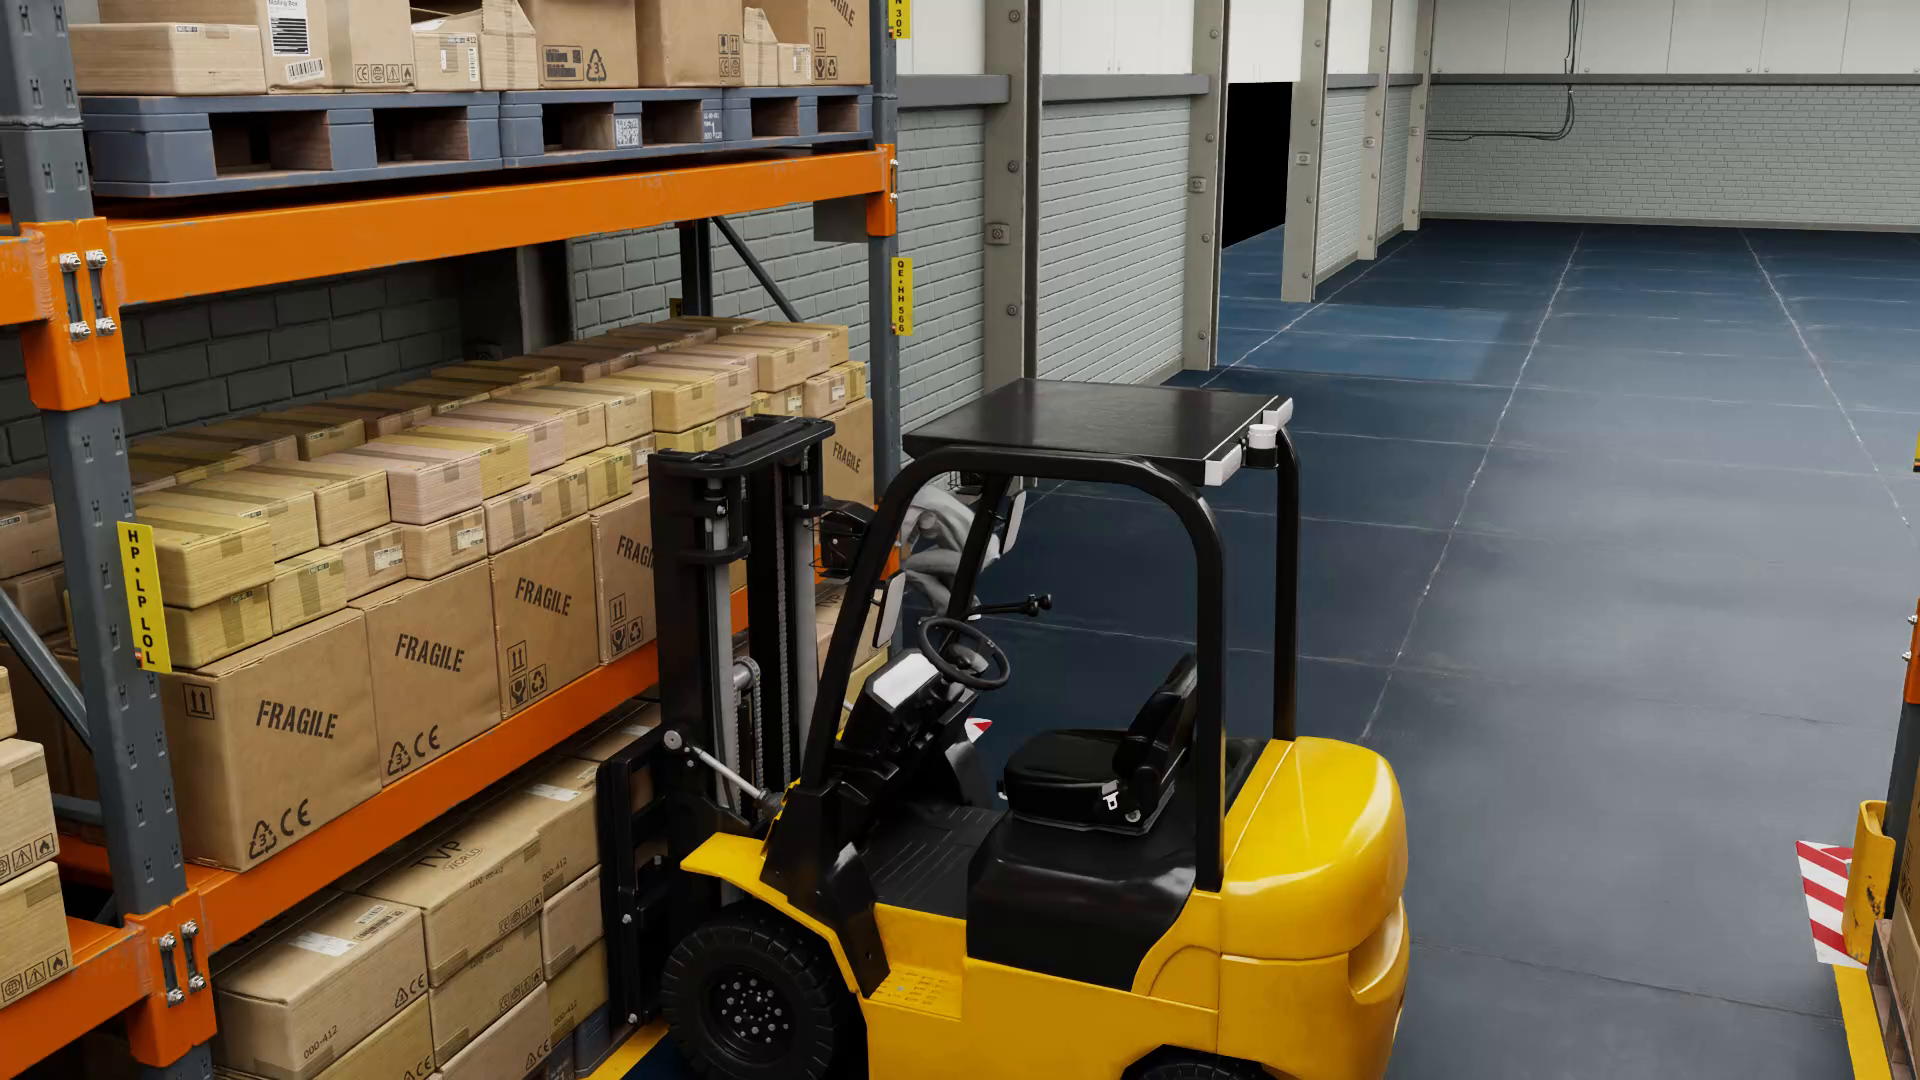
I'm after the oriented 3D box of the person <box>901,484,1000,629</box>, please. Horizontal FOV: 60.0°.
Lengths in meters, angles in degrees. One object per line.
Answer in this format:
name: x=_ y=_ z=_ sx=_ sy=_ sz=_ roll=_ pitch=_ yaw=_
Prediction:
person: x=-0.153 y=0.049 z=9.667 sx=0.802 sy=0.906 sz=0.423 roll=6 pitch=17 yaw=19
